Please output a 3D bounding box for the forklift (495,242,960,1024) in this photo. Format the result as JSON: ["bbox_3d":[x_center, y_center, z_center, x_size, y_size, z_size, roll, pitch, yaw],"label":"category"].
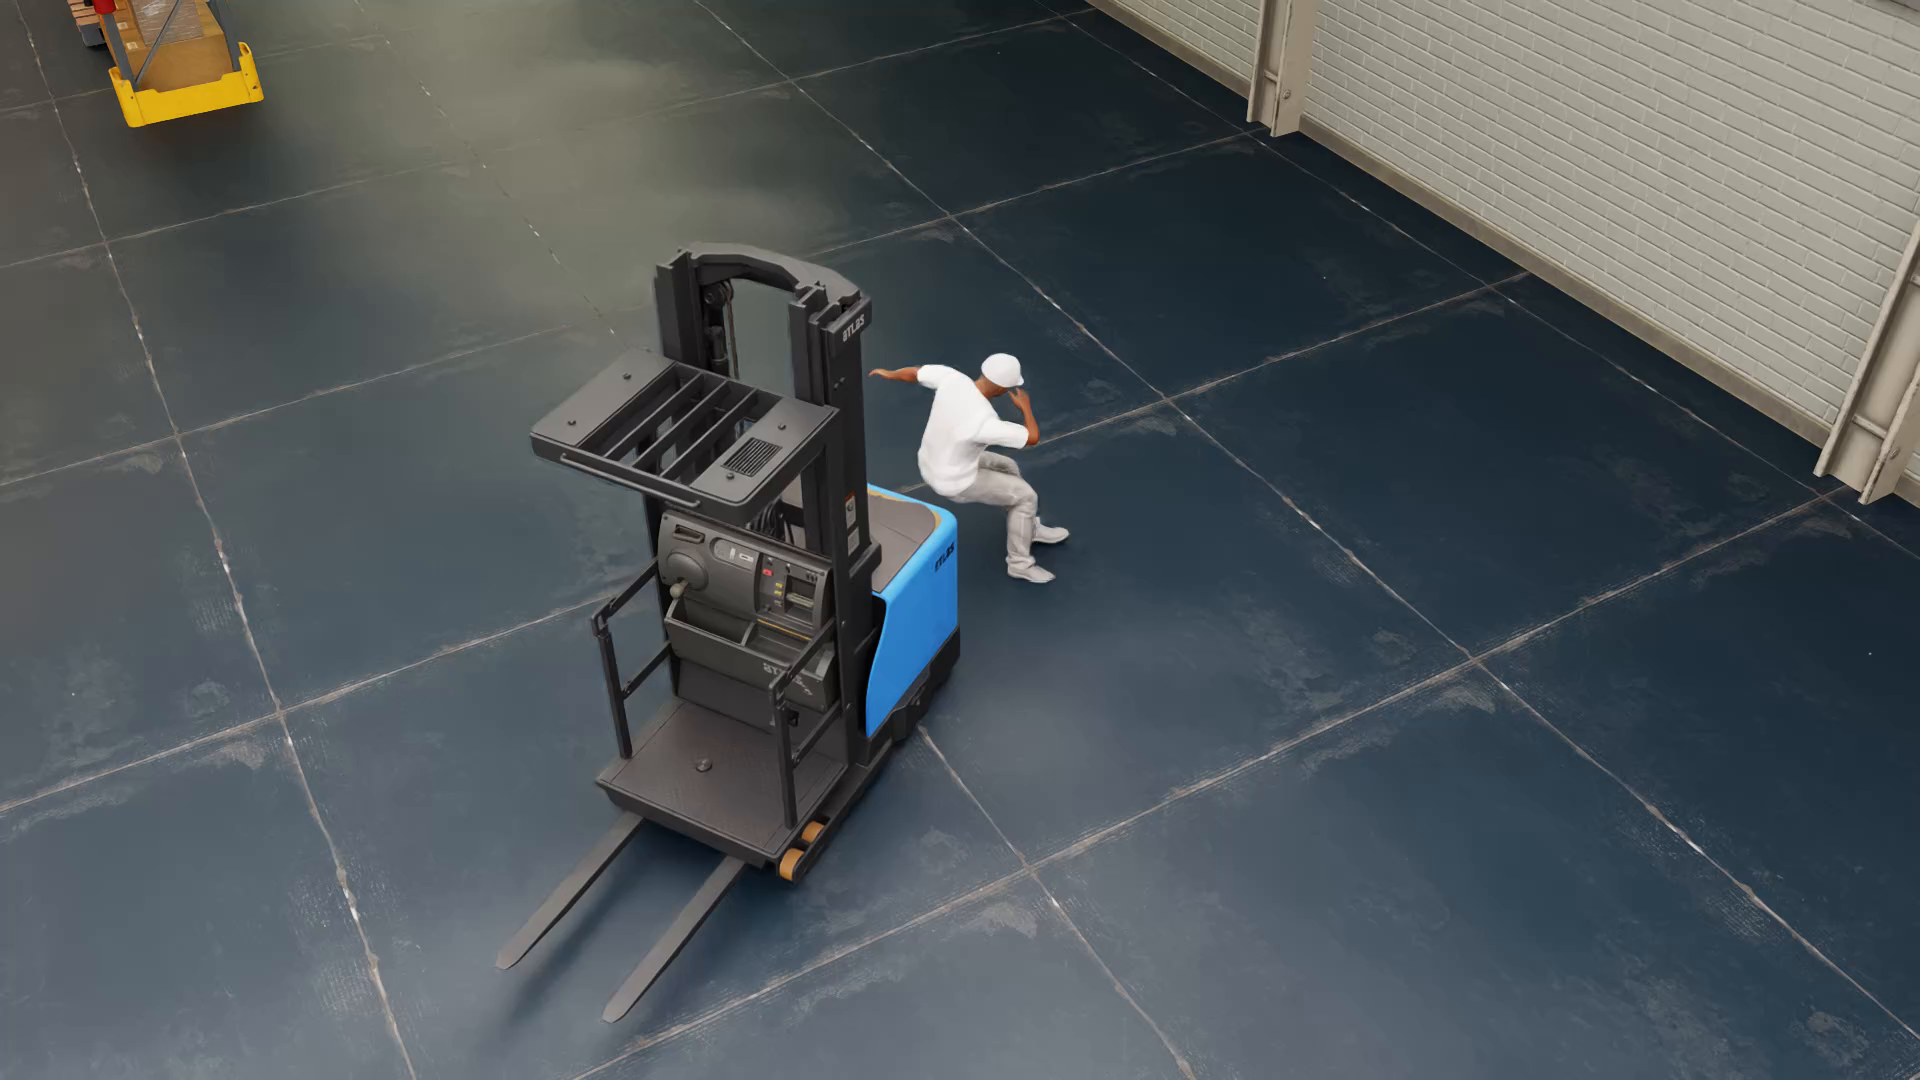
[{"bbox_3d":[-1.134,0.240,7.746,1.130,2.935,3.031,19,43,21],"label":"forklift"}]

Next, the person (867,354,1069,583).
[{"bbox_3d":[0.105,-0.589,9.957,0.945,1.459,1.237,-16,42,-19],"label":"person"}]
